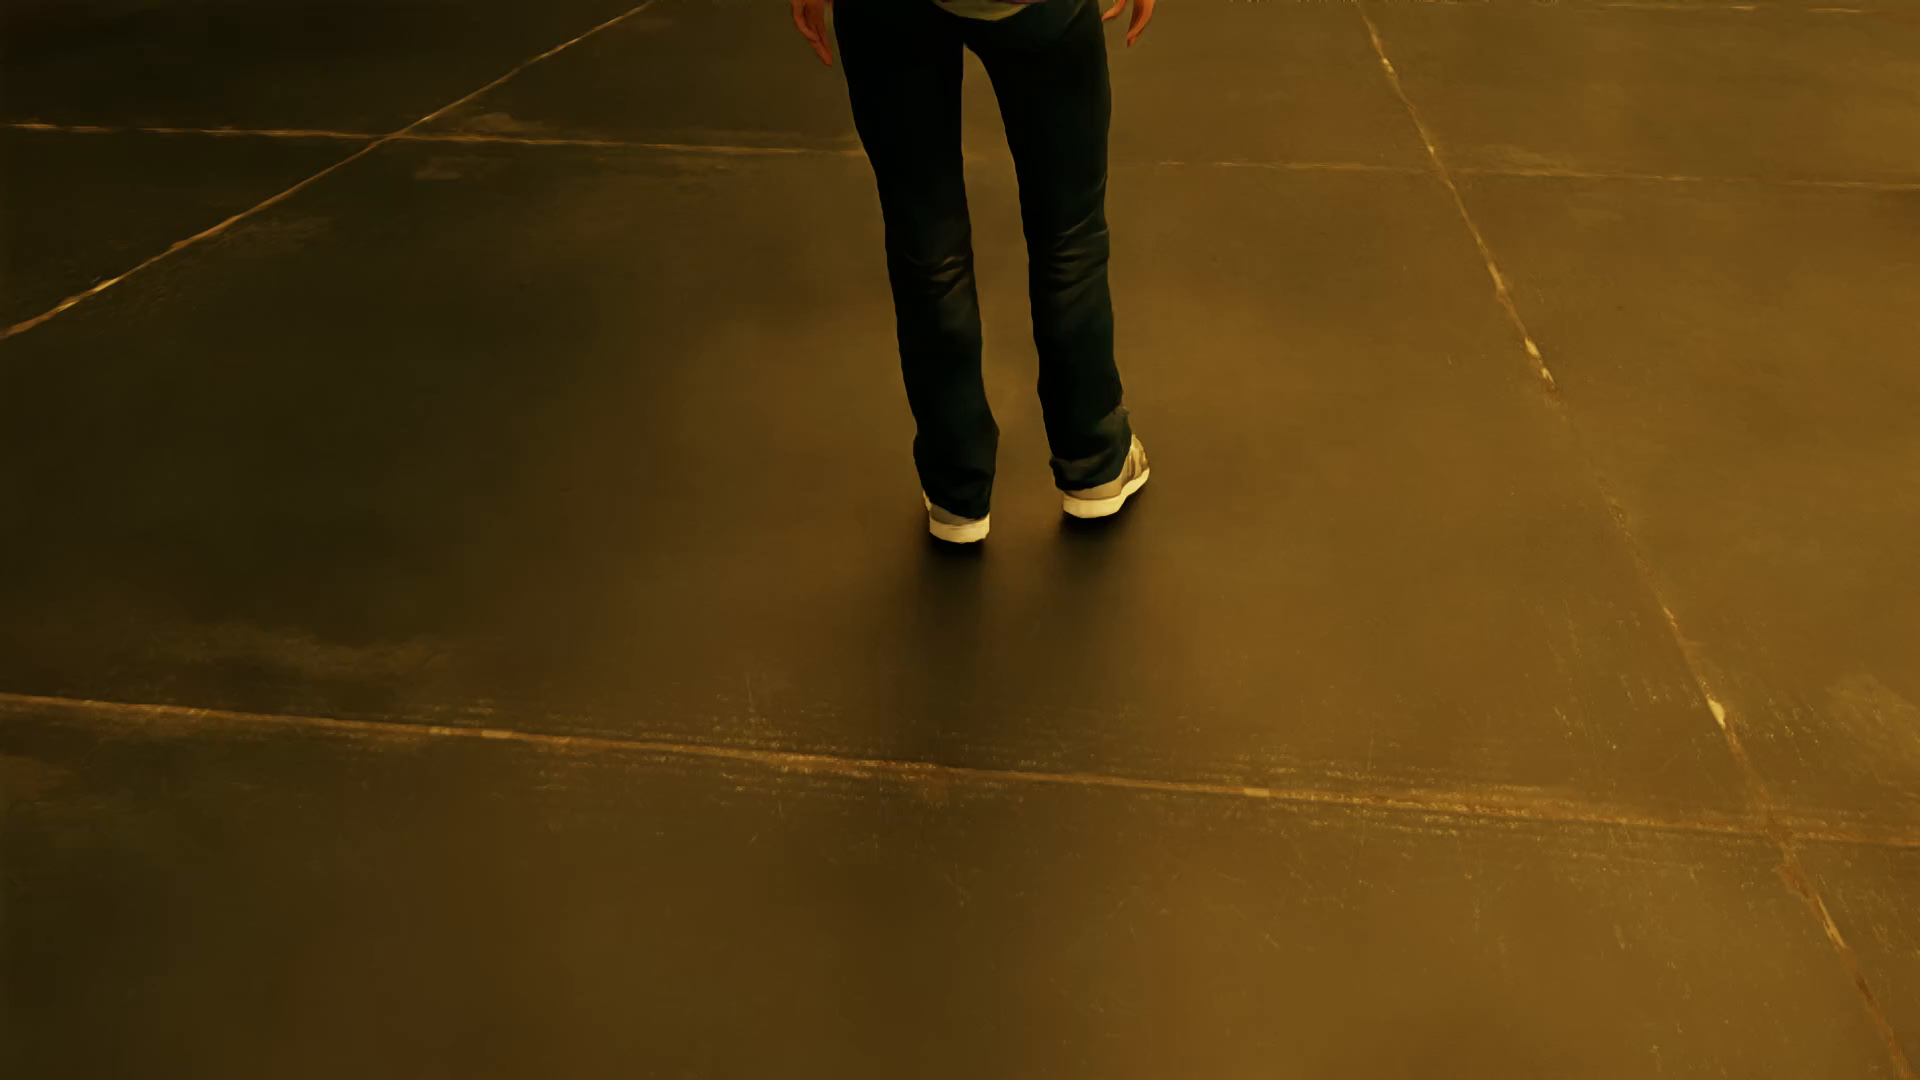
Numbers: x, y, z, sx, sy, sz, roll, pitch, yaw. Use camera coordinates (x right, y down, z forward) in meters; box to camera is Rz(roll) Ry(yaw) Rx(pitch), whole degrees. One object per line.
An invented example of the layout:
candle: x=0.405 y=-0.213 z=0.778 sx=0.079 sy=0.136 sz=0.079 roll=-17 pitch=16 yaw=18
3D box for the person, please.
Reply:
person: x=0.024 y=-0.753 z=2.205 sx=0.520 sy=1.597 sz=0.474 roll=3 pitch=27 yaw=7
